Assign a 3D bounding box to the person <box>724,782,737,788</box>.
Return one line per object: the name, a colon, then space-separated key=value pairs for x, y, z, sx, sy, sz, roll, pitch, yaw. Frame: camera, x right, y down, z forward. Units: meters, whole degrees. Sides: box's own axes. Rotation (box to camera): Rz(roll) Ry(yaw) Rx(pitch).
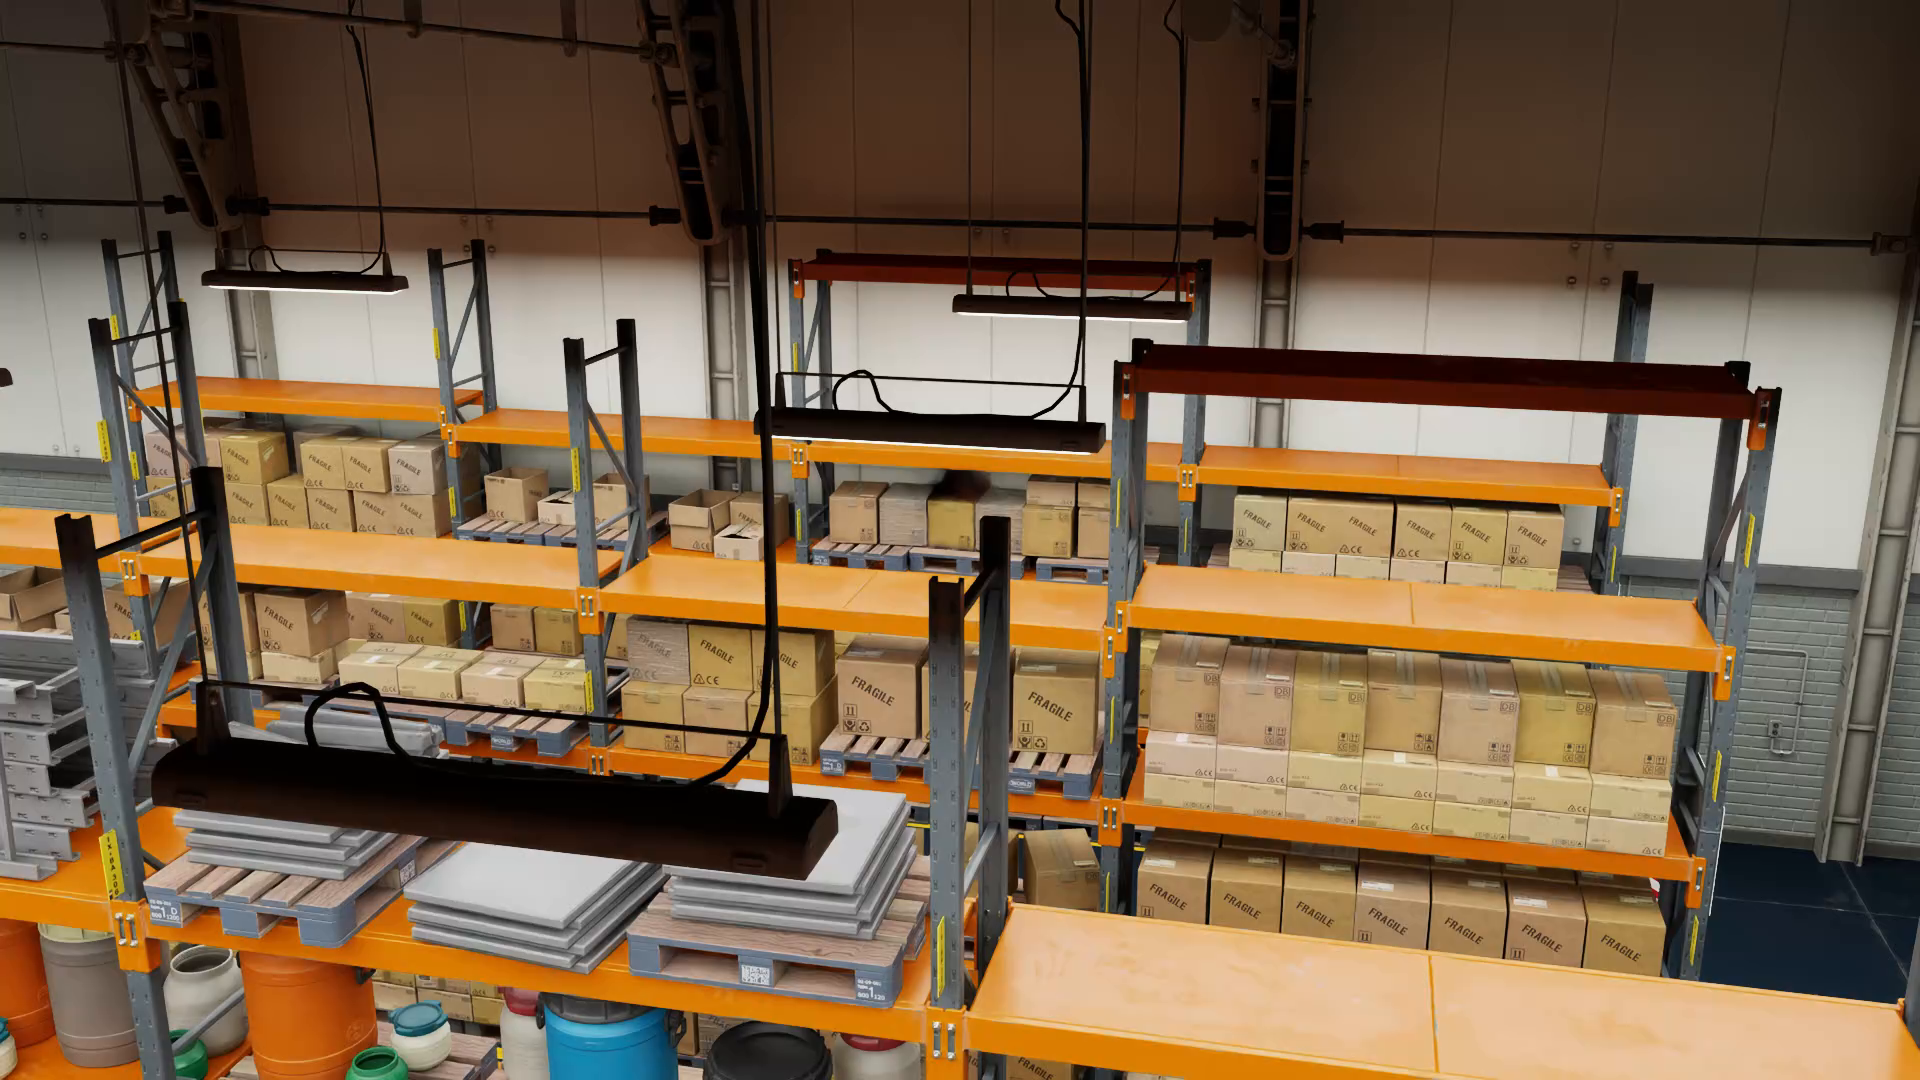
person: x=-1.953 y=2.619 z=15.925 sx=0.594 sy=1.781 sz=0.560 roll=-3 pitch=17 yaw=-11
